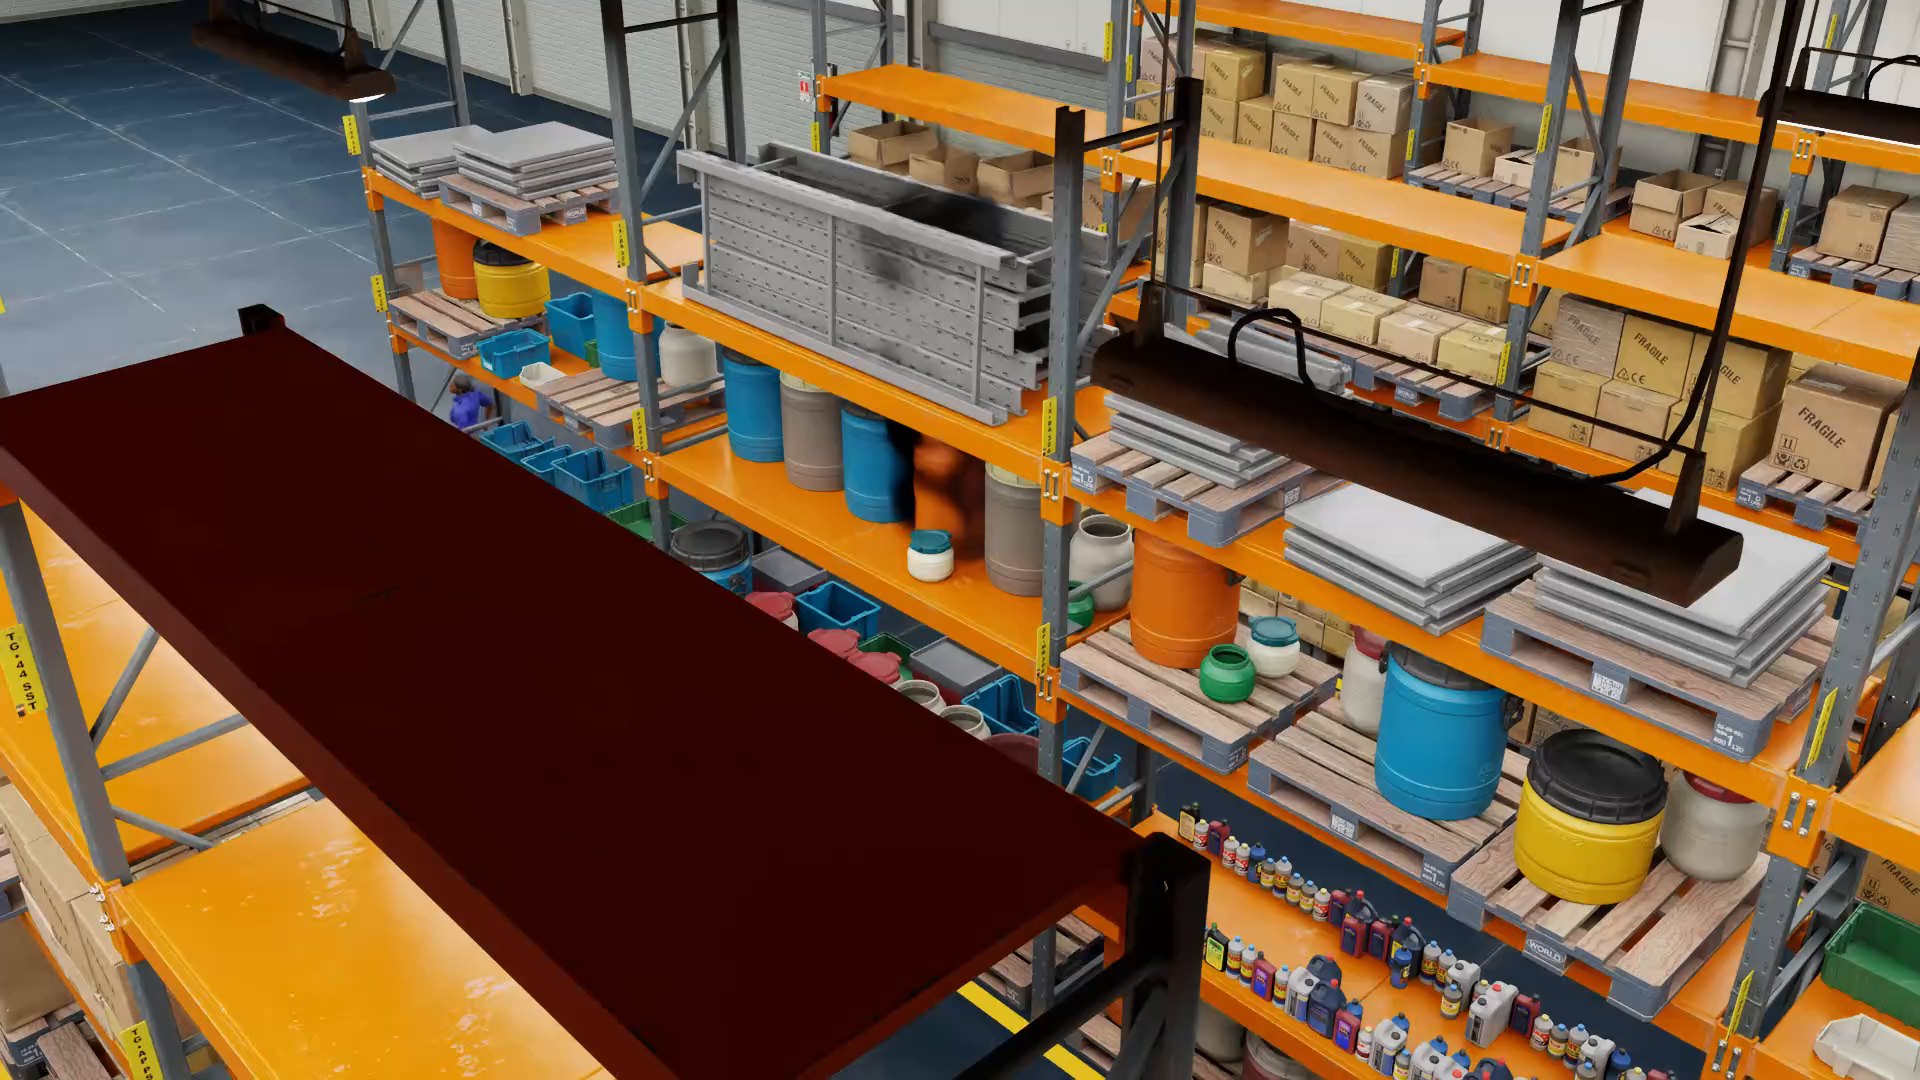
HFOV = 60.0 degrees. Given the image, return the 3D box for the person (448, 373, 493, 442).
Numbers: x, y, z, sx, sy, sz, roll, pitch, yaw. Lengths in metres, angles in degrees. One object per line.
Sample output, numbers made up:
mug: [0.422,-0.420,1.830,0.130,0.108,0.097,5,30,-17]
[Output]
person: [-5.079,-1.002,17.041,0.554,1.584,0.598,0,28,-1]
